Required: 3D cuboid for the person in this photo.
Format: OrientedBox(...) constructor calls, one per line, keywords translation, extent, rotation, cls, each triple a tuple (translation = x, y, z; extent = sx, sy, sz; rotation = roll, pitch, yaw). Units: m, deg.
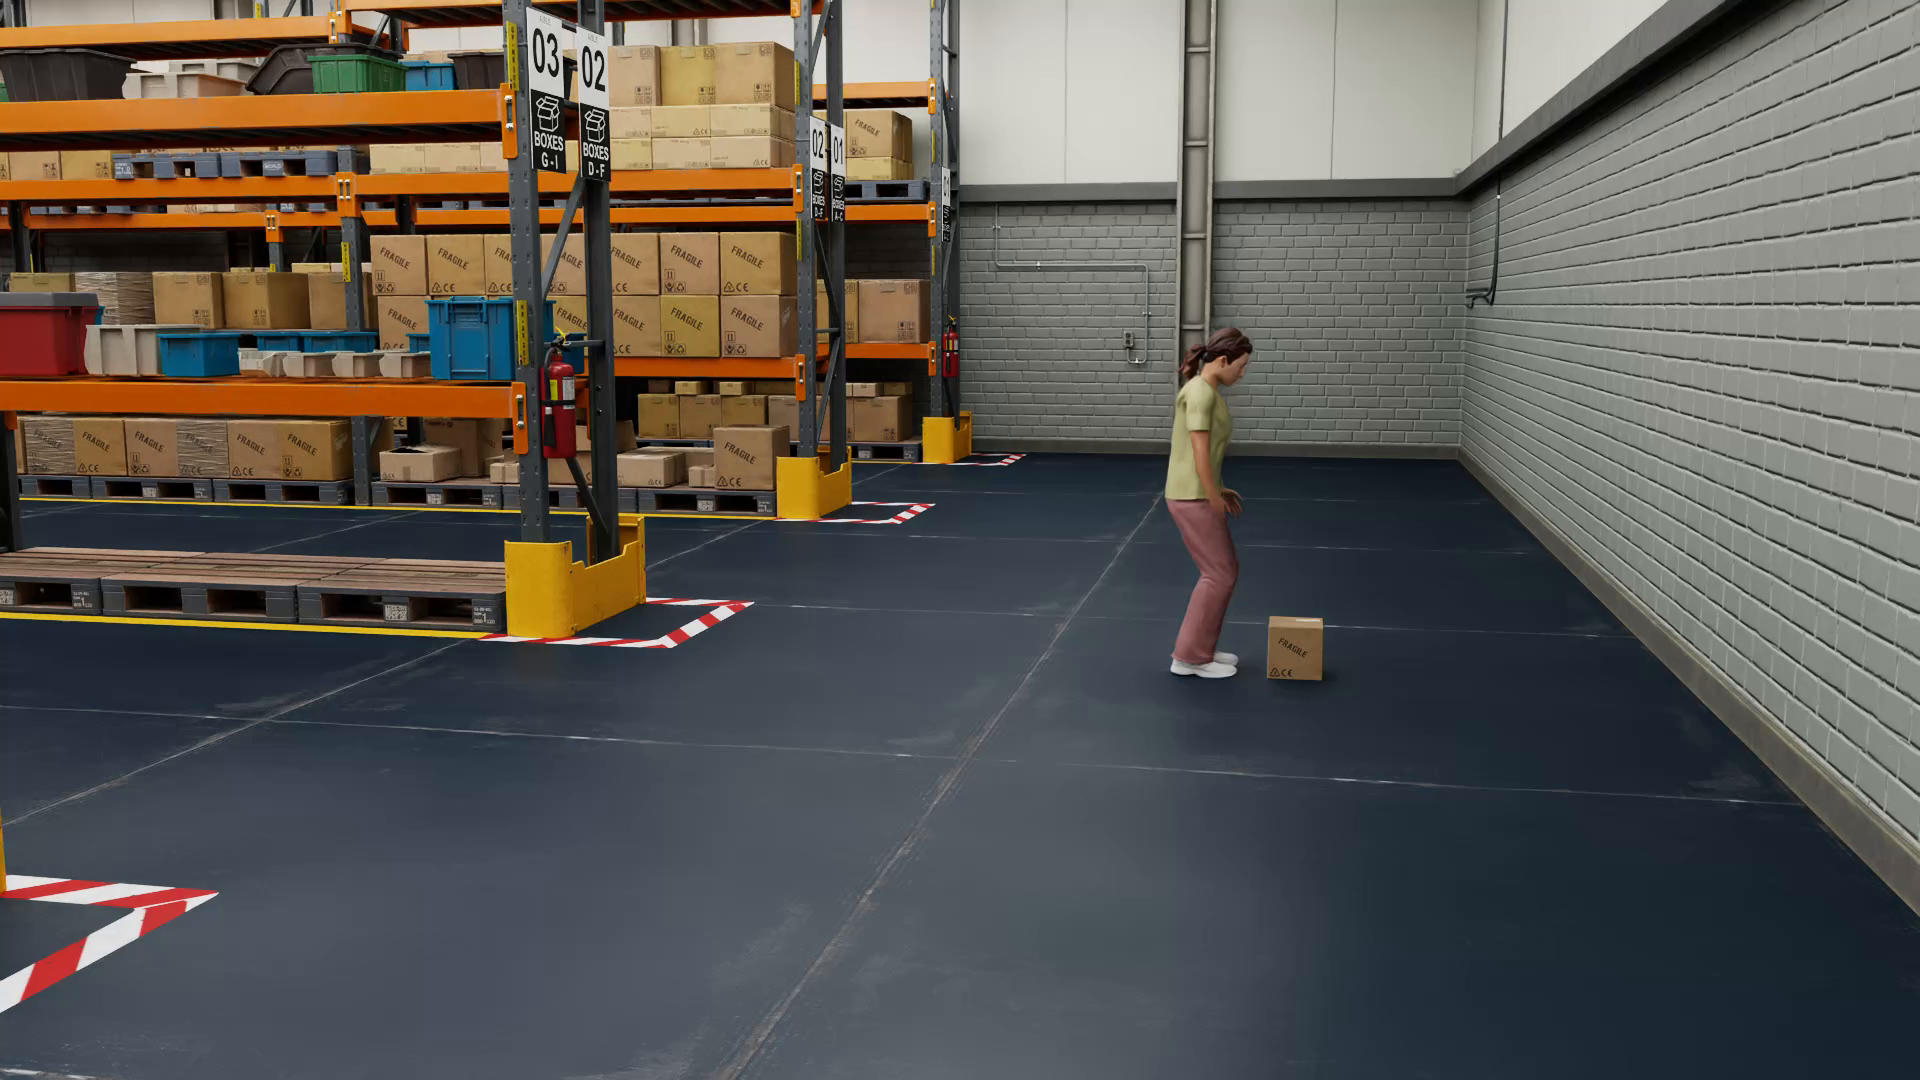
OrientedBox(translation=(1.164, -0.183, 7.827), extent=(0.387, 1.628, 0.470), rotation=(2, 8, 13), cls="person")
